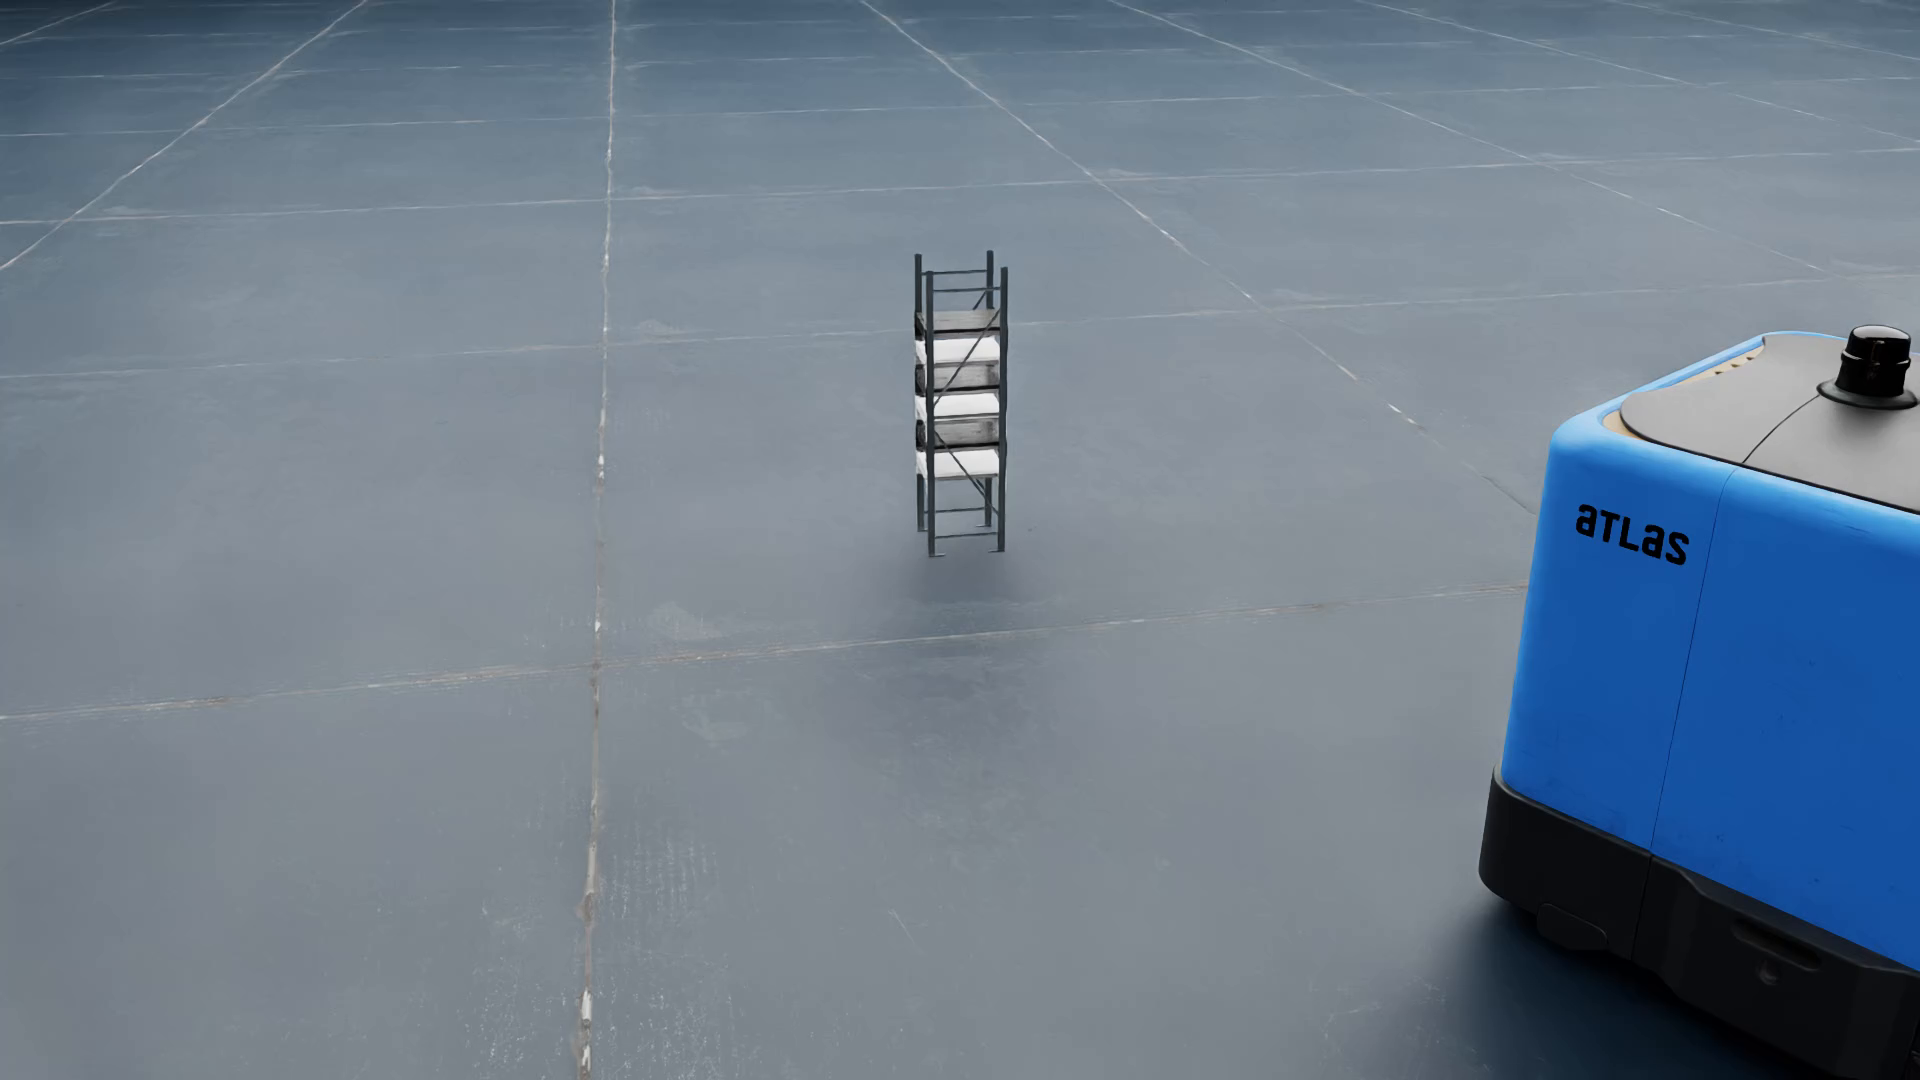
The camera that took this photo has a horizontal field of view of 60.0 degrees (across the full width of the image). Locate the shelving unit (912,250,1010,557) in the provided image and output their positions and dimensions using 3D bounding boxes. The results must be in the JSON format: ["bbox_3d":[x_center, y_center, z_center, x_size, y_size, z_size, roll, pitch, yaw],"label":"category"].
[{"bbox_3d":[0.001,-0.409,5.063,0.258,0.900,0.210,-4,24,-10],"label":"shelving unit"}]

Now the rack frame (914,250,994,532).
[{"bbox_3d":[-0.017,-0.449,5.154,0.240,0.900,0.006,-4,24,-10],"label":"rack frame"}]

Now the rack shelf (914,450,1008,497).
[{"bbox_3d":[0.001,-0.214,5.148,0.258,0.077,0.200,-4,24,-10],"label":"rack shelf"}]

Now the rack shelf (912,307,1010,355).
[{"bbox_3d":[0.001,-0.626,4.968,0.258,0.077,0.200,-4,24,-10],"label":"rack shelf"}]

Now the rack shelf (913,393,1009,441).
[{"bbox_3d":[0.001,-0.379,5.076,0.258,0.077,0.200,-4,24,-10],"label":"rack shelf"}]

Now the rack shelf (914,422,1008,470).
[{"bbox_3d":[0.001,-0.296,5.112,0.258,0.077,0.200,-4,24,-10],"label":"rack shelf"}]

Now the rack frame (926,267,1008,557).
[{"bbox_3d":[0.020,-0.369,4.971,0.240,0.900,0.006,-4,24,-10],"label":"rack frame"}]

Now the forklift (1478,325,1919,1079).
[{"bbox_3d":[2.445,-0.269,2.204,1.130,2.935,3.031,-20,31,-38],"label":"forklift"}]

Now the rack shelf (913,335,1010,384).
[{"bbox_3d":[0.001,-0.544,5.004,0.258,0.077,0.200,-4,24,-10],"label":"rack shelf"}]

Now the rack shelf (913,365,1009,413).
[{"bbox_3d":[0.001,-0.461,5.040,0.258,0.077,0.200,-4,24,-10],"label":"rack shelf"}]
